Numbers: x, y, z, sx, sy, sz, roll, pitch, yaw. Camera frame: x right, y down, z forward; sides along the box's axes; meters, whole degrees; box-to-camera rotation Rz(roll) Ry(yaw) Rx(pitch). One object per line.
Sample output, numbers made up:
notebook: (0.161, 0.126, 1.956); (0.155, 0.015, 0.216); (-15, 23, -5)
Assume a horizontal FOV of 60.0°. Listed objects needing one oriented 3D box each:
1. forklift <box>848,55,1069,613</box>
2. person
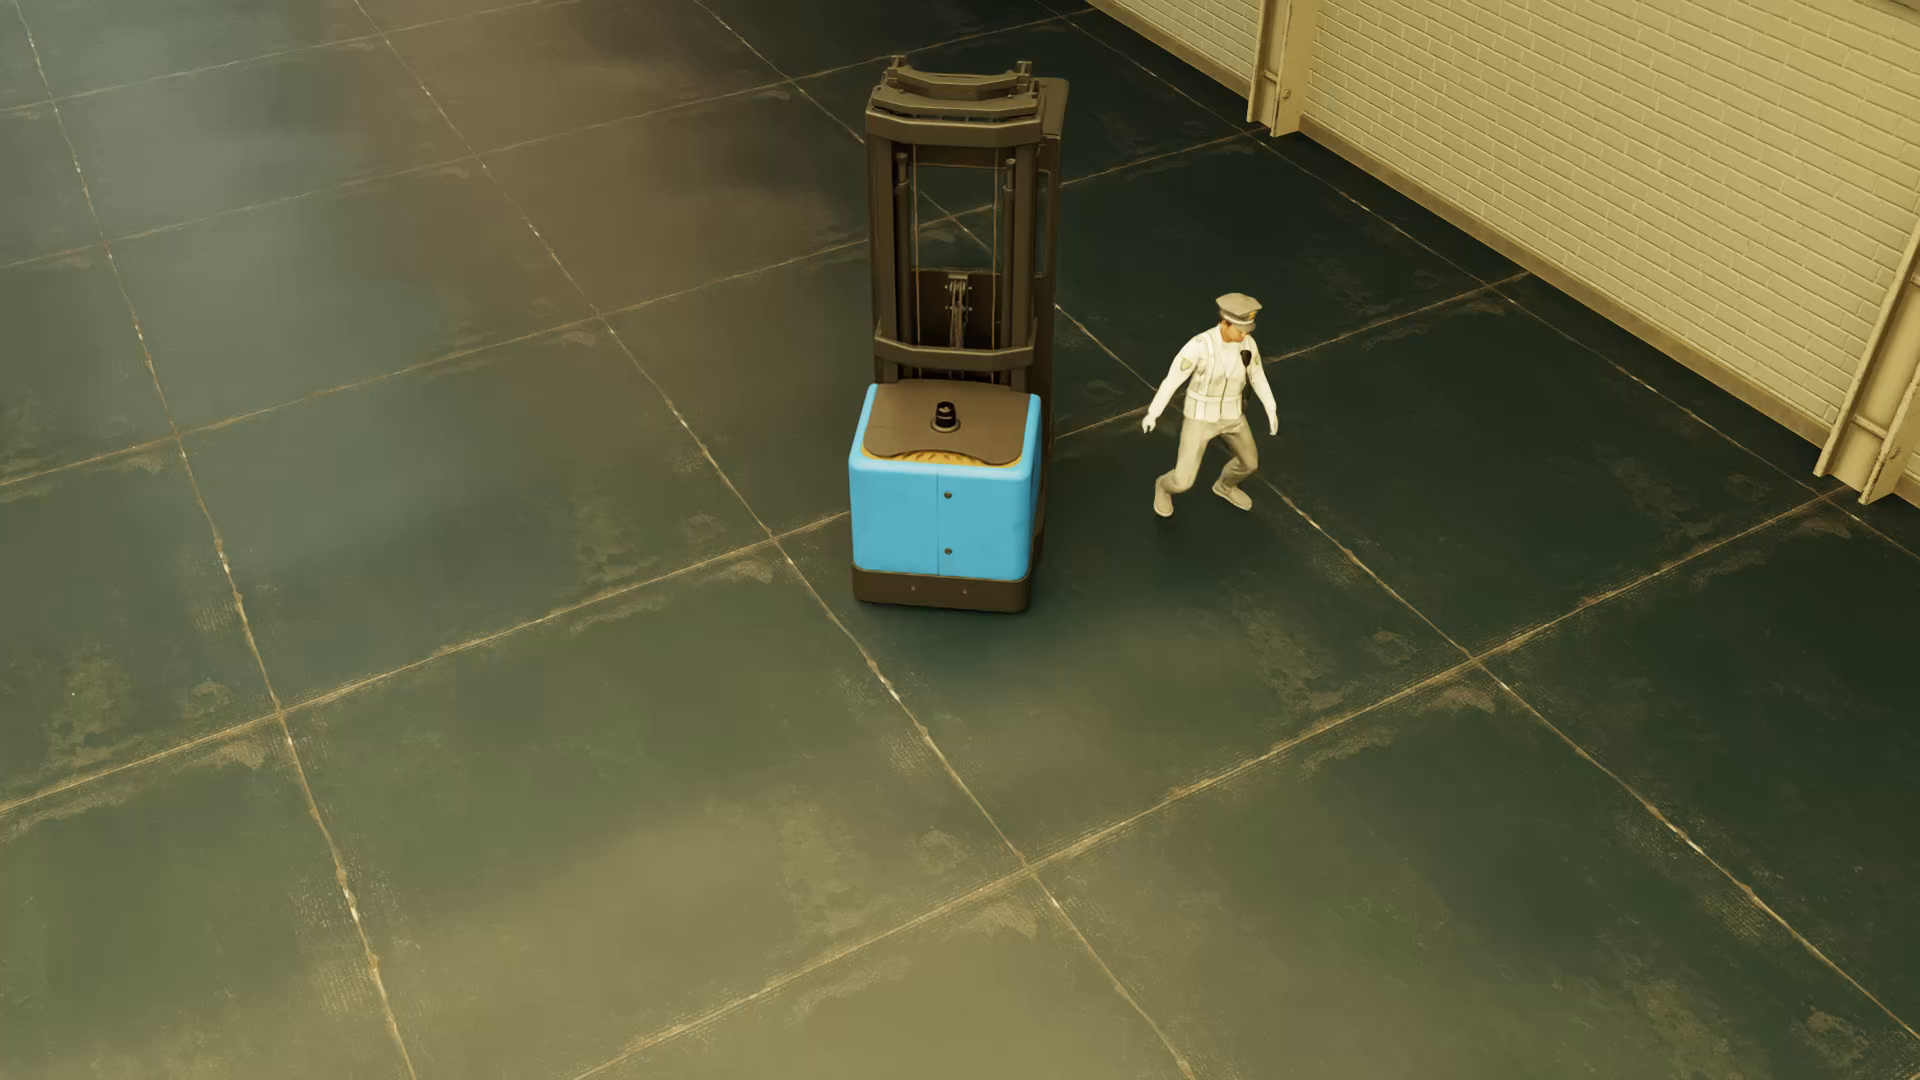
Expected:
forklift: (0.046, -1.640, 10.013); (1.130, 2.935, 3.031); (4, 40, 5)
person: (1.519, -0.752, 10.020); (0.828, 1.581, 0.458); (-9, 41, -11)
